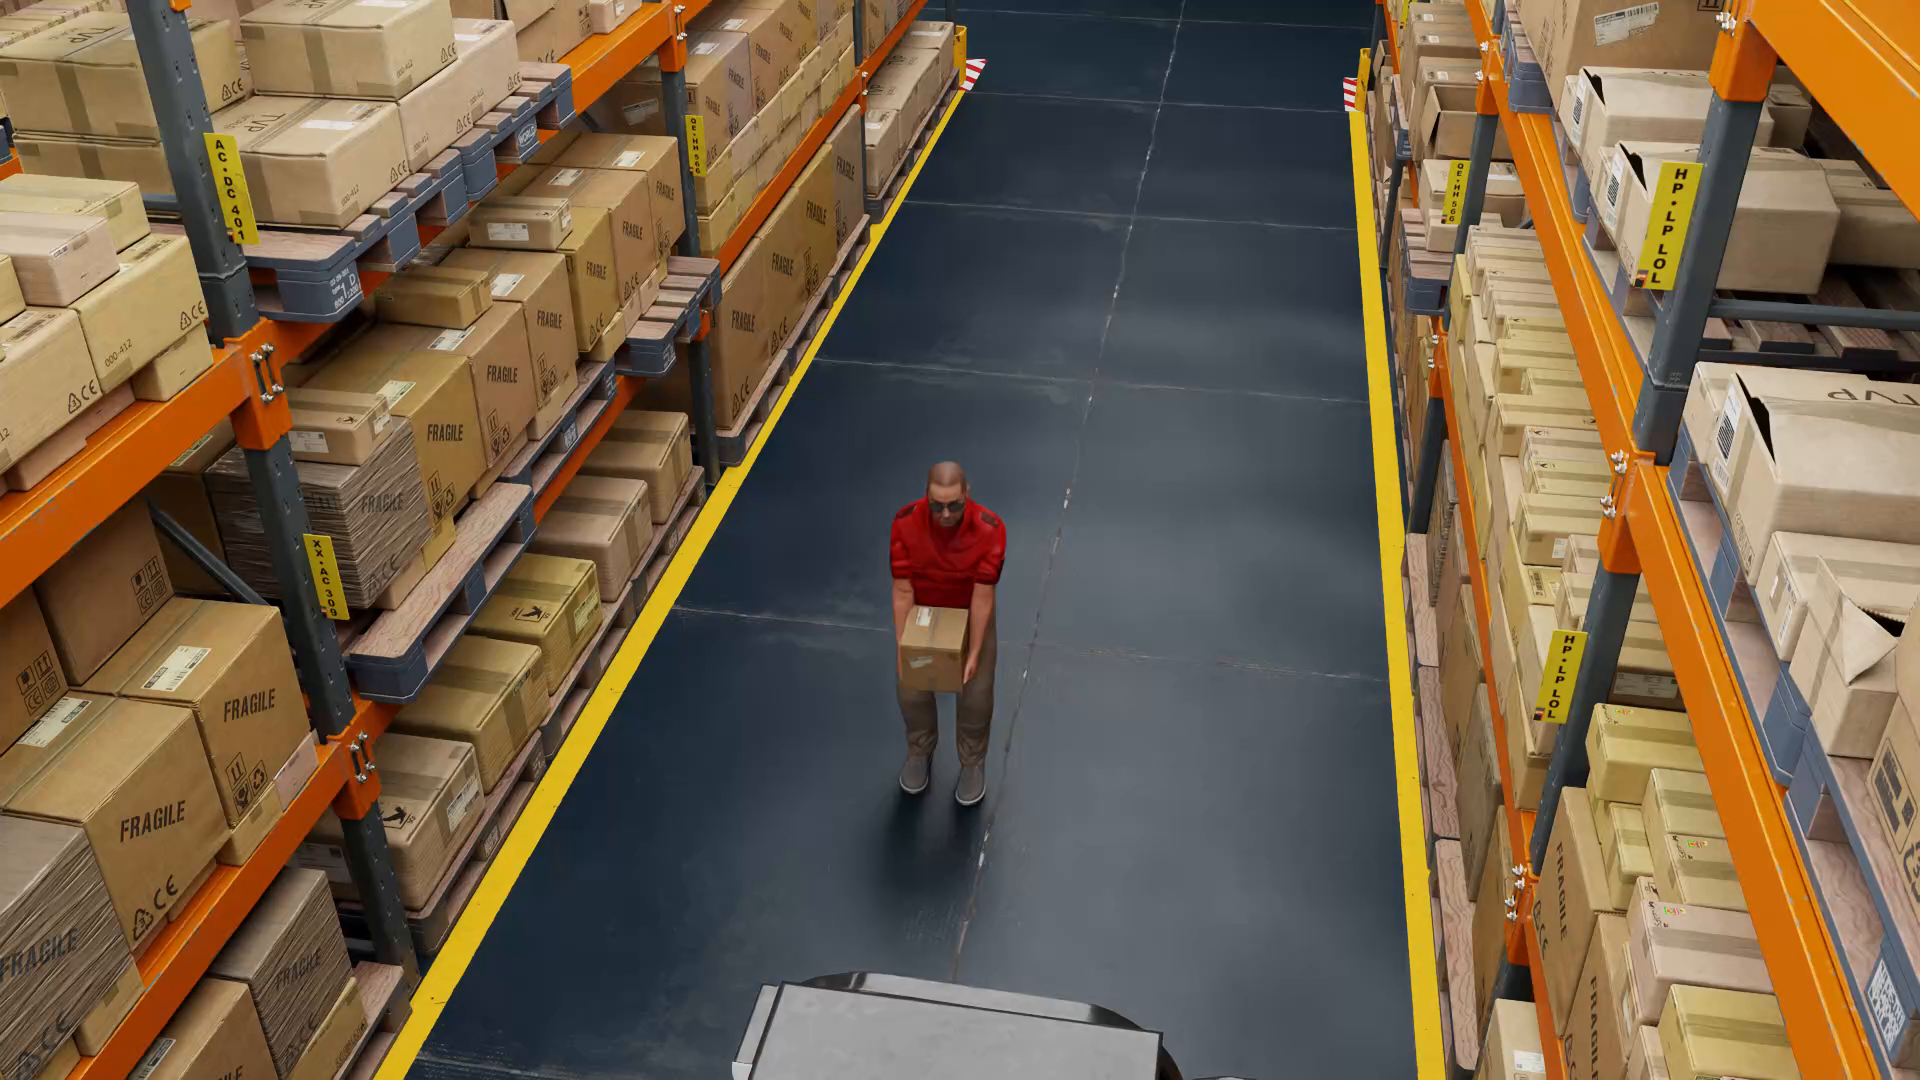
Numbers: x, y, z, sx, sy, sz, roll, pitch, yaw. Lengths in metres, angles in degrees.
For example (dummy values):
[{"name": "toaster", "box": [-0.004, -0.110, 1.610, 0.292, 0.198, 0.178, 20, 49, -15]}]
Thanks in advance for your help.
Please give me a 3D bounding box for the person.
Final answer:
[{"name": "person", "box": [-0.052, 0.397, 7.057, 0.482, 1.701, 0.550, 5, 32, 7]}]
